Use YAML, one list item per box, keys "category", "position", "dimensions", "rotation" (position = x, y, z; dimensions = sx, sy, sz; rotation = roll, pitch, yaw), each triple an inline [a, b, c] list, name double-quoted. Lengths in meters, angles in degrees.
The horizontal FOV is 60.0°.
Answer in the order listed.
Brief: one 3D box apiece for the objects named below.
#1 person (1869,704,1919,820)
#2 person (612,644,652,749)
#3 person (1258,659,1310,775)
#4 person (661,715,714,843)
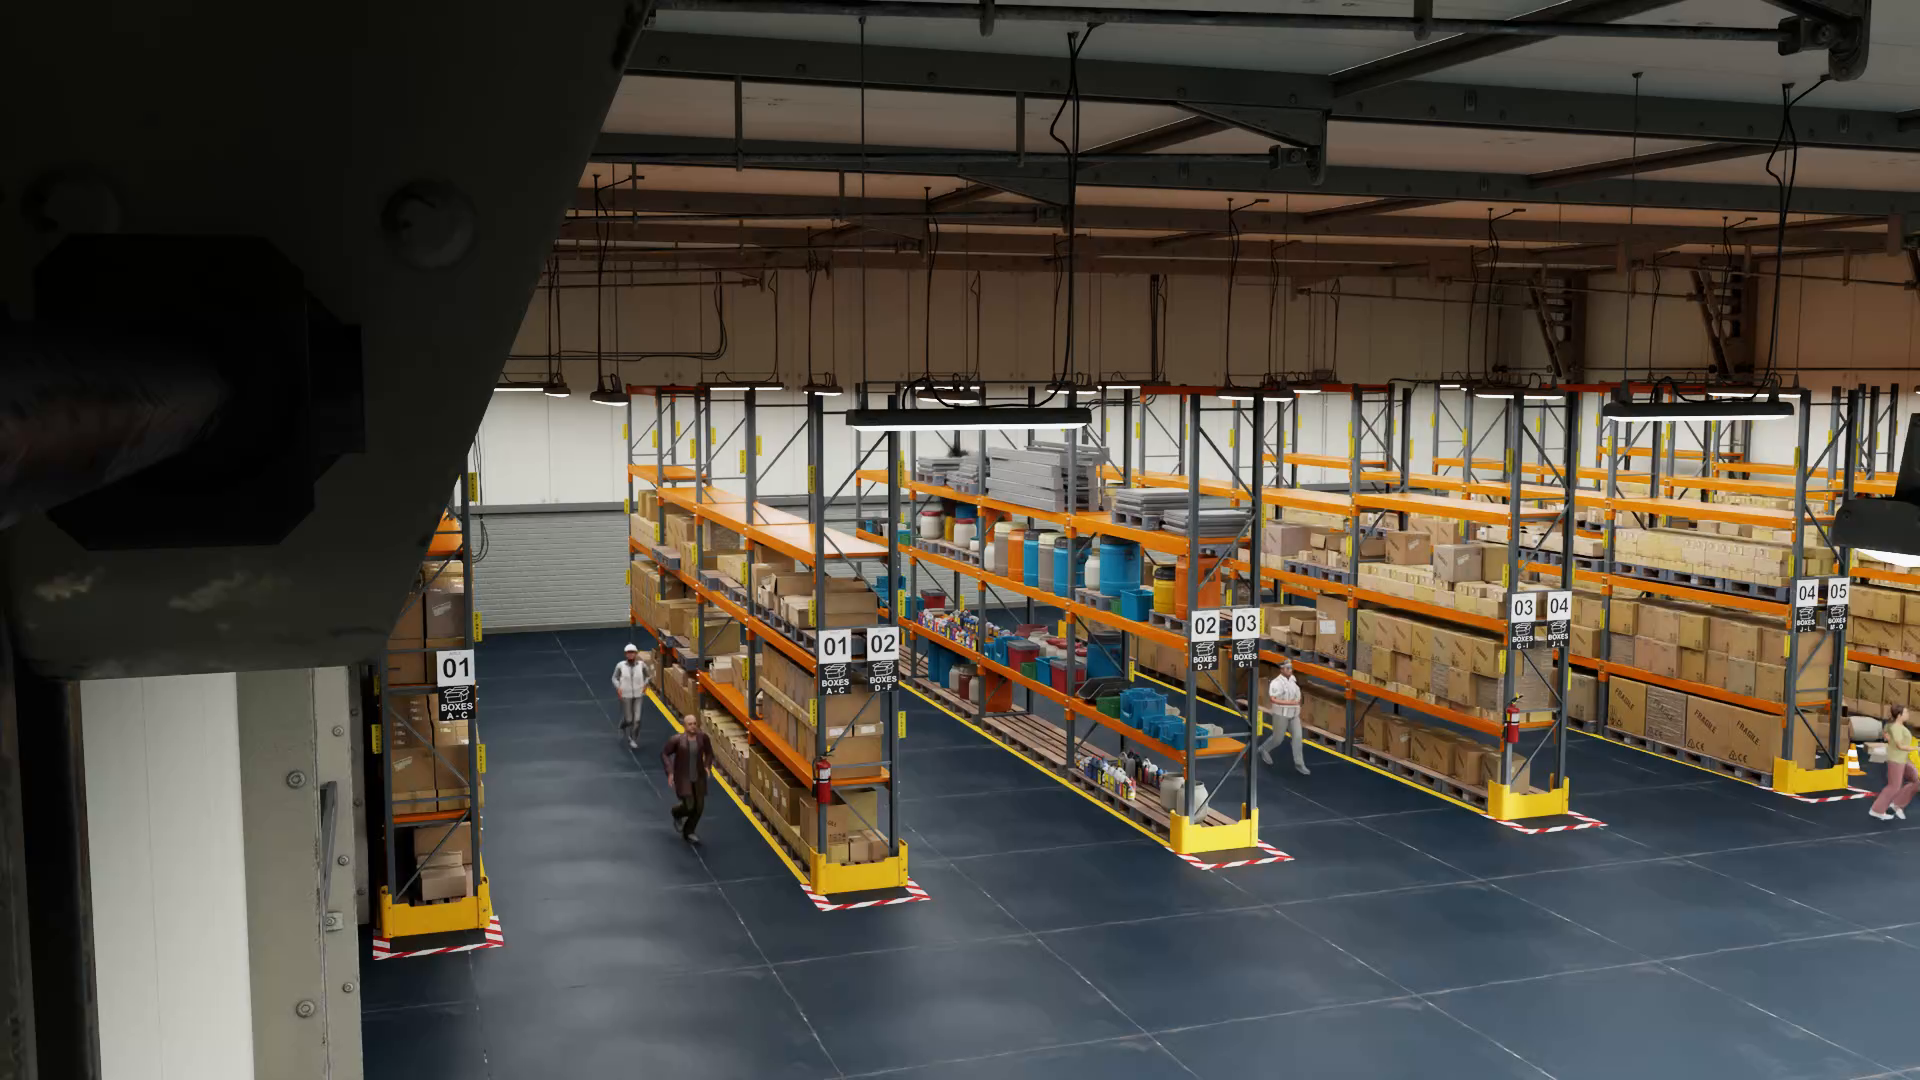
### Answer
- category: "person"
  position: [13.126, 3.106, 23.235]
  dimensions: [0.662, 1.658, 0.572]
  rotation: [4, 7, 36]
- category: "person"
  position: [-5.479, 2.603, 27.845]
  dimensions: [0.656, 1.746, 0.627]
  rotation: [-2, 6, -17]
- category: "person"
  position: [5.113, 2.735, 26.099]
  dimensions: [0.661, 1.775, 0.992]
  rotation: [-4, 7, -34]
- category: "person"
  position: [-3.606, 3.185, 22.206]
  dimensions: [0.696, 1.726, 0.671]
  rotation: [-4, 7, -31]
